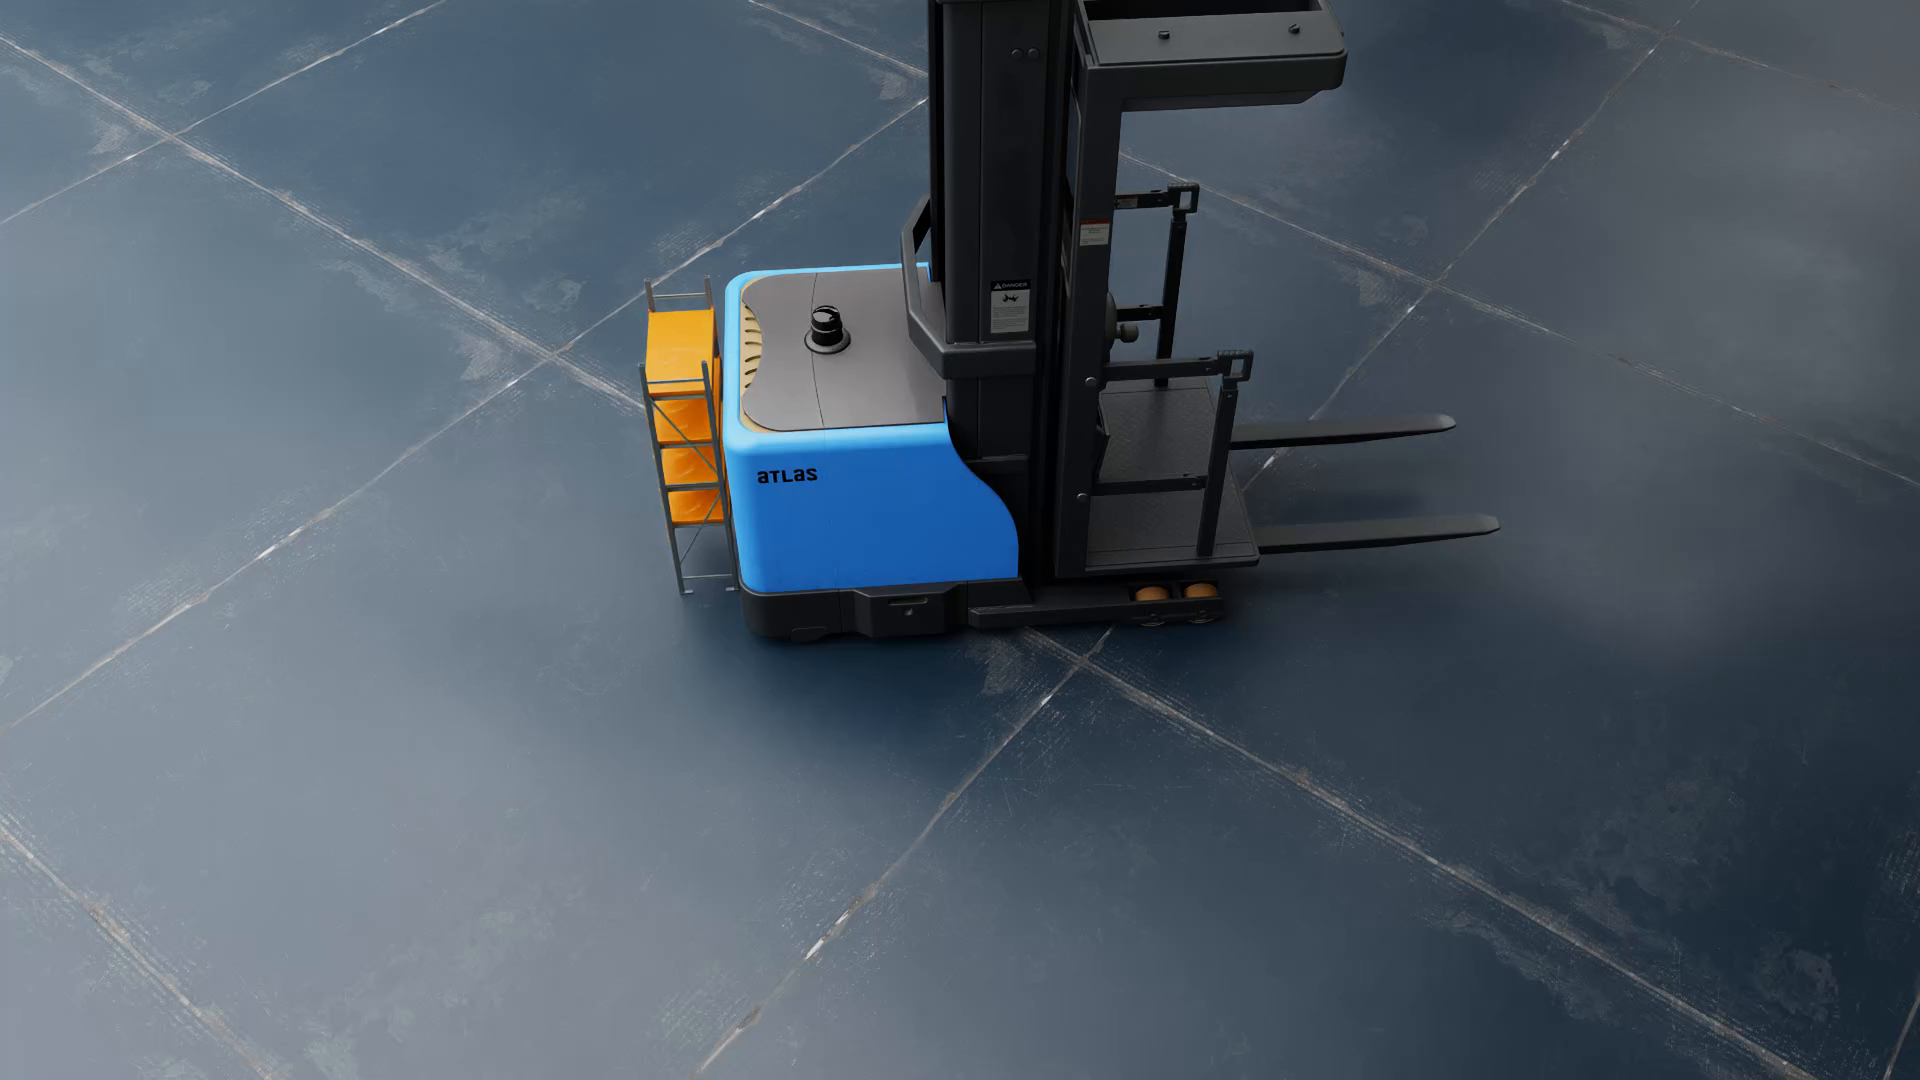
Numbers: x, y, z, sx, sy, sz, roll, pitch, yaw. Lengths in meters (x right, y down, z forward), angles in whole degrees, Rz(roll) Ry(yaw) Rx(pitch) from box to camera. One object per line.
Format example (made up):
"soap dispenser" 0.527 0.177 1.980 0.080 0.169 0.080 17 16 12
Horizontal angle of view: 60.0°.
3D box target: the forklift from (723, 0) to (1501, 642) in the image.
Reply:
"forklift" 0.628 -1.051 5.892 3.031 2.935 1.130 -4 46 -3

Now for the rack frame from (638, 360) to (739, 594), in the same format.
"rack frame" -1.011 -0.208 6.283 0.240 1.200 0.015 -4 46 -3

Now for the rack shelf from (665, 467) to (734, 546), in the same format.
"rack shelf" -1.032 -0.200 6.643 0.258 0.148 0.480 -4 46 -3

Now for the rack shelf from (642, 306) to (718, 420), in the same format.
"rack shelf" -1.032 -0.655 6.167 0.258 0.148 0.480 -4 46 -3

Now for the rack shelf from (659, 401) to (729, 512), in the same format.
"rack shelf" -1.032 -0.337 6.500 0.258 0.148 0.480 -4 46 -3

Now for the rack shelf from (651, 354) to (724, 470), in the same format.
"rack shelf" -1.032 -0.491 6.338 0.258 0.148 0.480 -4 46 -3

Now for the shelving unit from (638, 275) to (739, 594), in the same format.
"shelving unit" -1.032 -0.383 6.451 0.258 1.200 0.503 -4 46 -3

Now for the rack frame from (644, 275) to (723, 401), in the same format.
"rack frame" -1.053 -0.559 6.619 0.240 1.200 0.015 -4 46 -3
